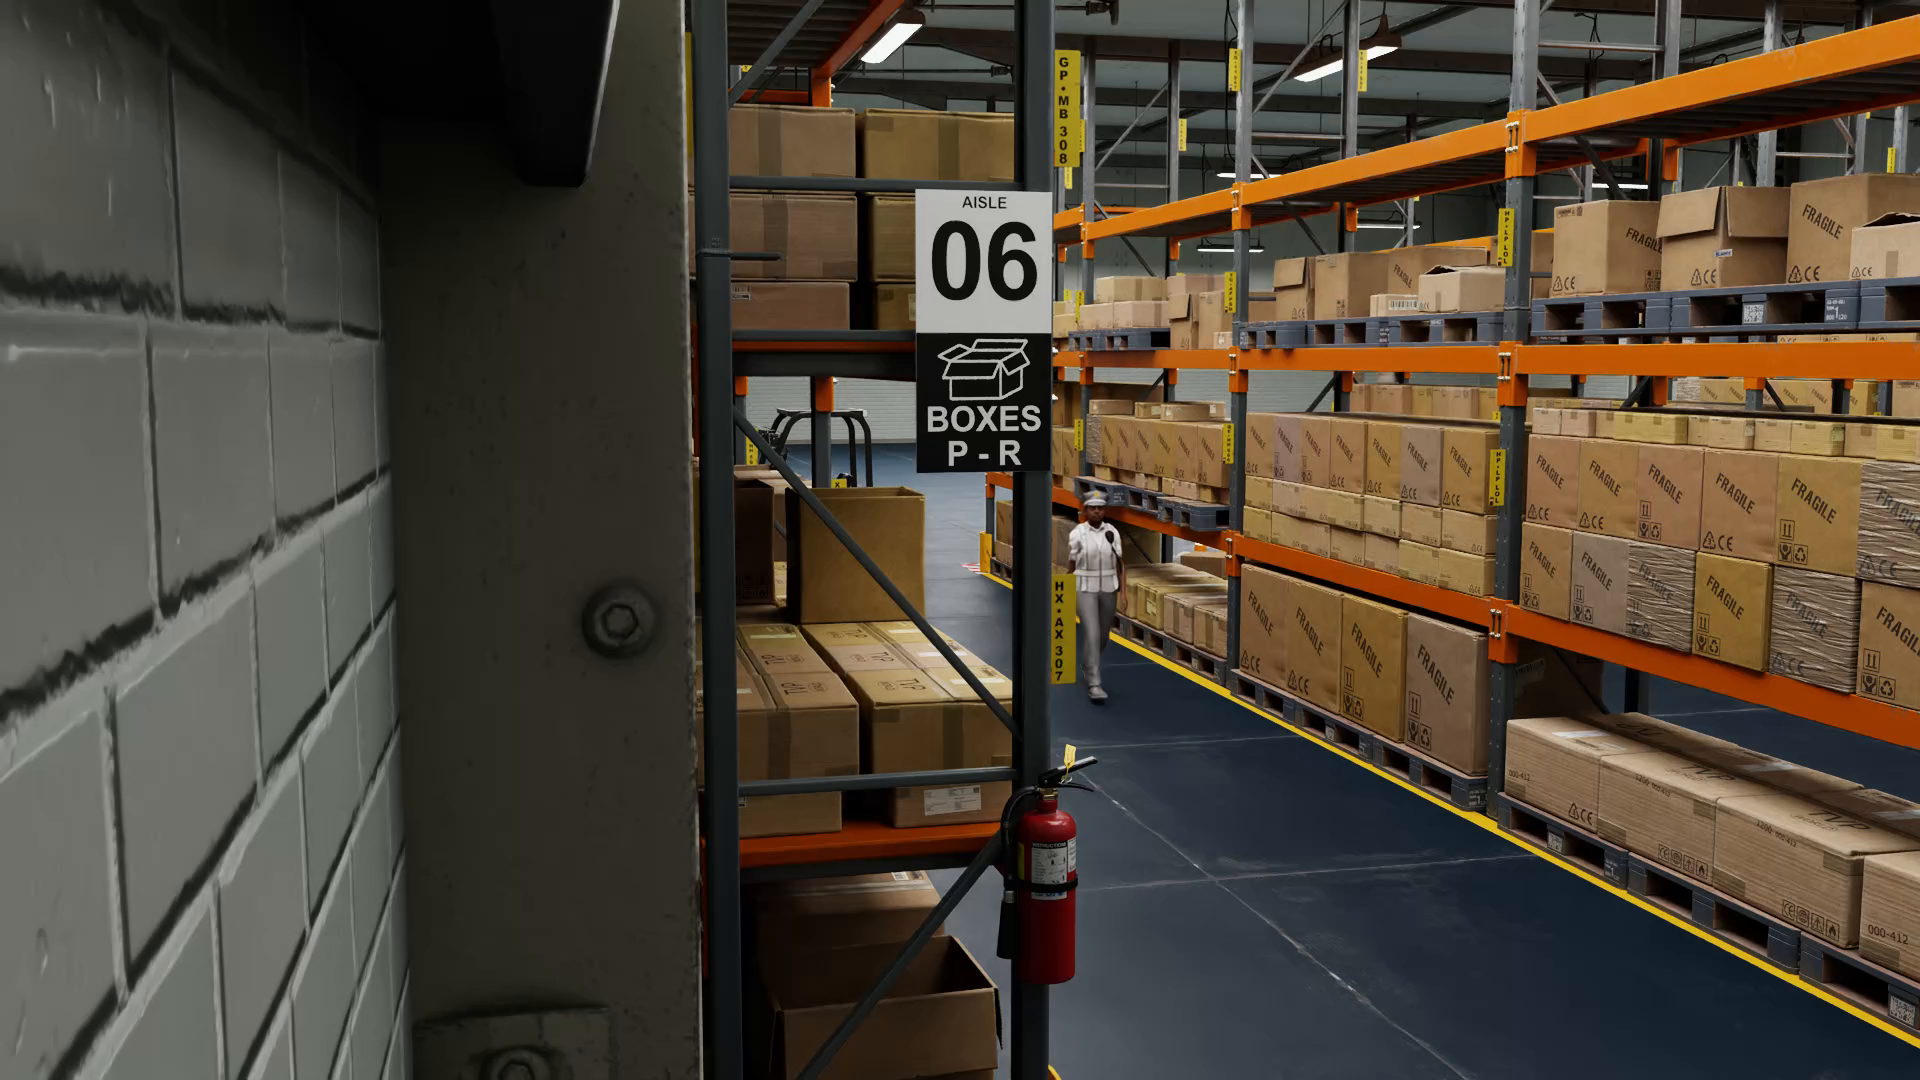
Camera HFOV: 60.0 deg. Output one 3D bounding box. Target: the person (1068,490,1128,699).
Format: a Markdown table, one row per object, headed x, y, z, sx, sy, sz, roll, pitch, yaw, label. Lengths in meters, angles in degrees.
| x | y | z | sx | sy | sz | roll | pitch | yaw | label |
| --- | --- | --- | --- | --- | --- | --- | --- | --- | --- |
| 1.121 | 0.417 | 13.509 | 0.447 | 1.641 | 0.941 | -2 | 6 | -14 | person |
